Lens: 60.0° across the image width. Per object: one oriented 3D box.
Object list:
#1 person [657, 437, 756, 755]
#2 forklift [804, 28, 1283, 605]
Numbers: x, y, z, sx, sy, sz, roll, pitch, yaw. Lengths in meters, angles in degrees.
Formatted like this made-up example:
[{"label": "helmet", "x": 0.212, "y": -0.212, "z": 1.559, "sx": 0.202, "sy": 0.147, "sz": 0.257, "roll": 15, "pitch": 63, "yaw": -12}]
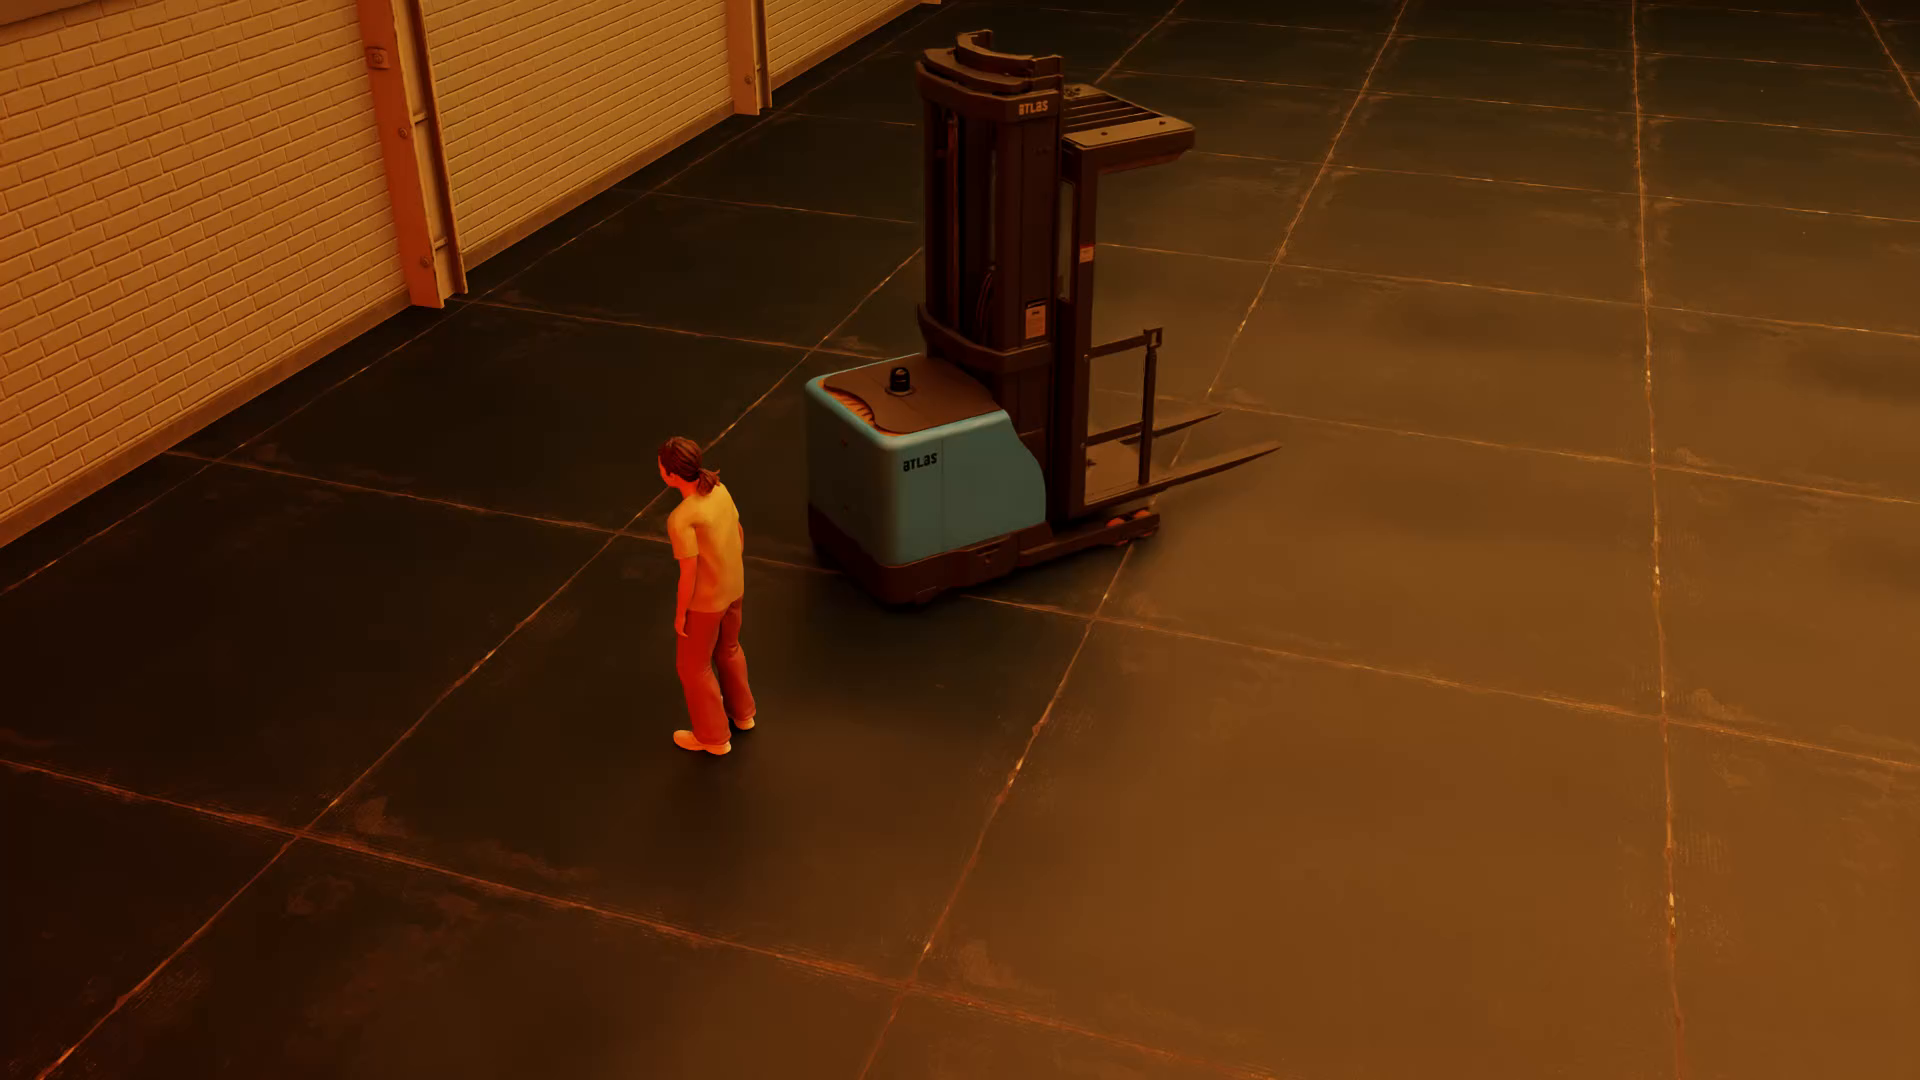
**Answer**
[{"label": "person", "x": -1.217, "y": 0.266, "z": 7.943, "sx": 0.359, "sy": 1.671, "sz": 0.512, "roll": 14, "pitch": 33, "yaw": 23}, {"label": "forklift", "x": 0.618, "y": -1.442, "z": 9.666, "sx": 3.031, "sy": 2.935, "sz": 1.130, "roll": -17, "pitch": 34, "yaw": -27}]
